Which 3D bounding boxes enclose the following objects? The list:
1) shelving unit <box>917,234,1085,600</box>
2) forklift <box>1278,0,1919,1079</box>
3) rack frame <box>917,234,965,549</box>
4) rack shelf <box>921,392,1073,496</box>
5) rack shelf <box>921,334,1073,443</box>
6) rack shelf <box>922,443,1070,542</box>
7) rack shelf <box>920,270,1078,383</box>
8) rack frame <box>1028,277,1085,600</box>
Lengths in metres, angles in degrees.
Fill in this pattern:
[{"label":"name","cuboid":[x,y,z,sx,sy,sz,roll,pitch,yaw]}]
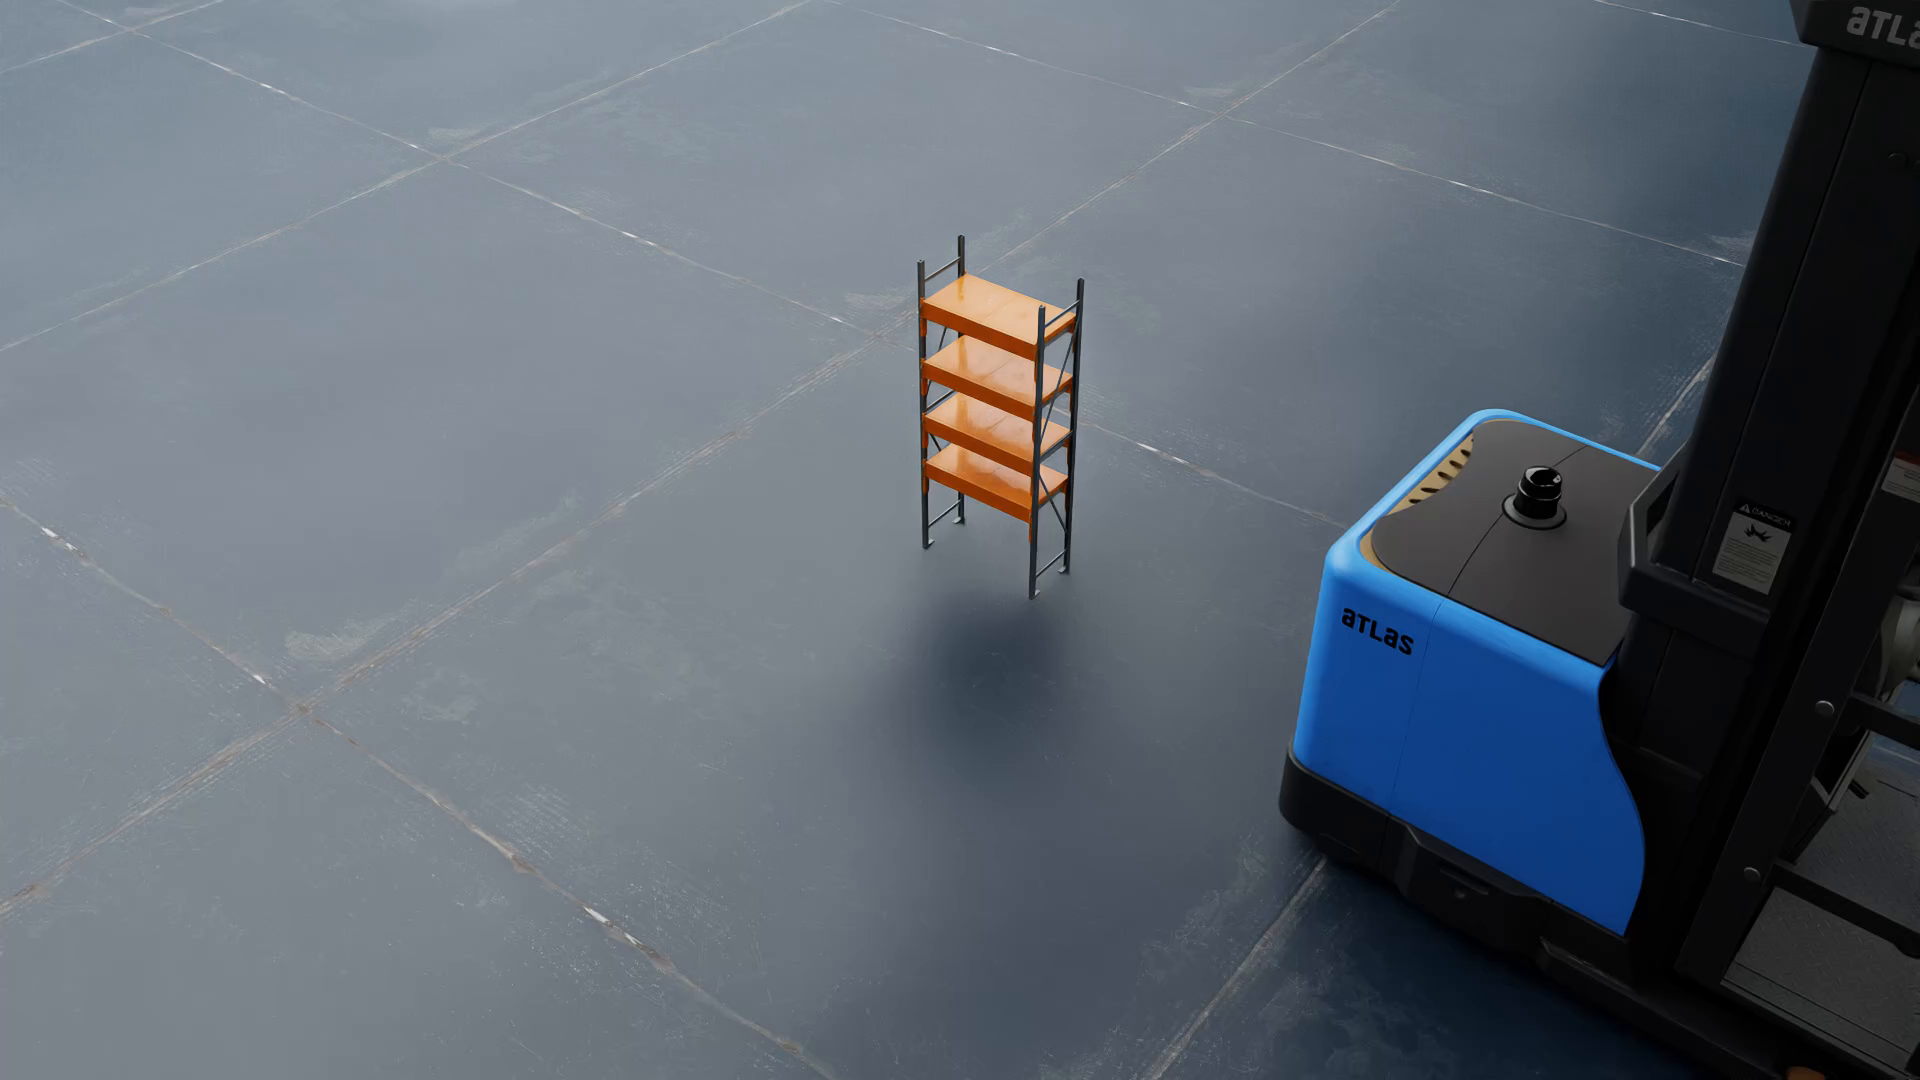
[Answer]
[{"label":"shelving unit","cuboid":[0.131,-0.410,5.801,0.503,1.200,0.258,25,45,29]},{"label":"forklift","cuboid":[2.431,0.078,3.772,3.031,2.935,1.130,27,46,30]},{"label":"rack frame","cuboid":[-0.062,-0.502,5.918,0.015,1.200,0.240,25,45,29]},{"label":"rack shelf","cuboid":[0.131,-0.357,5.842,0.480,0.148,0.258,25,45,29]},{"label":"rack shelf","cuboid":[0.131,-0.534,5.705,0.480,0.148,0.258,25,45,29]},{"label":"rack shelf","cuboid":[0.131,-0.201,5.965,0.480,0.148,0.258,25,45,29]},{"label":"rack shelf","cuboid":[0.131,-0.720,5.559,0.480,0.148,0.258,25,45,29]},{"label":"rack frame","cuboid":[0.325,-0.319,5.684,0.015,1.200,0.240,25,45,29]}]
